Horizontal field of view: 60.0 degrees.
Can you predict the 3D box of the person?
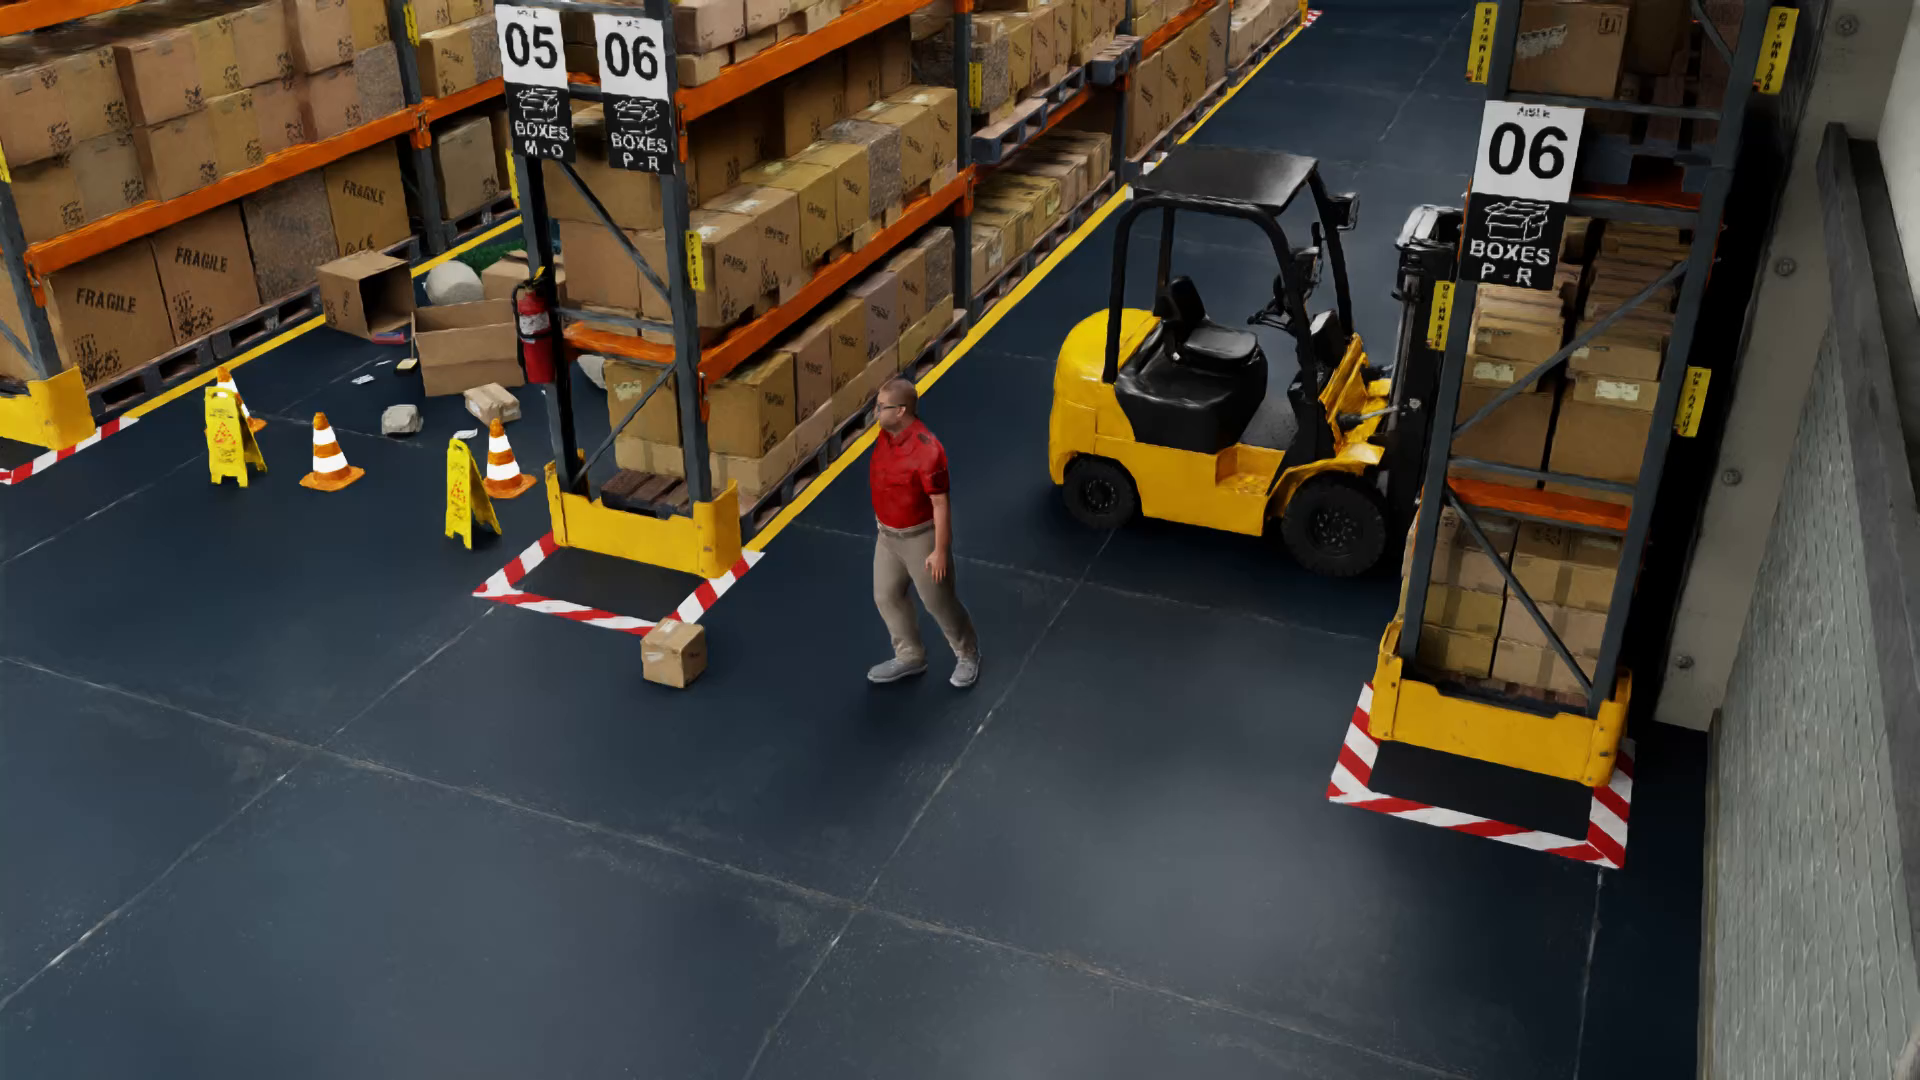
[{"bbox_3d":[-0.189,-0.038,8.489,0.584,1.713,0.567,-19,34,-30],"label":"person"}]
